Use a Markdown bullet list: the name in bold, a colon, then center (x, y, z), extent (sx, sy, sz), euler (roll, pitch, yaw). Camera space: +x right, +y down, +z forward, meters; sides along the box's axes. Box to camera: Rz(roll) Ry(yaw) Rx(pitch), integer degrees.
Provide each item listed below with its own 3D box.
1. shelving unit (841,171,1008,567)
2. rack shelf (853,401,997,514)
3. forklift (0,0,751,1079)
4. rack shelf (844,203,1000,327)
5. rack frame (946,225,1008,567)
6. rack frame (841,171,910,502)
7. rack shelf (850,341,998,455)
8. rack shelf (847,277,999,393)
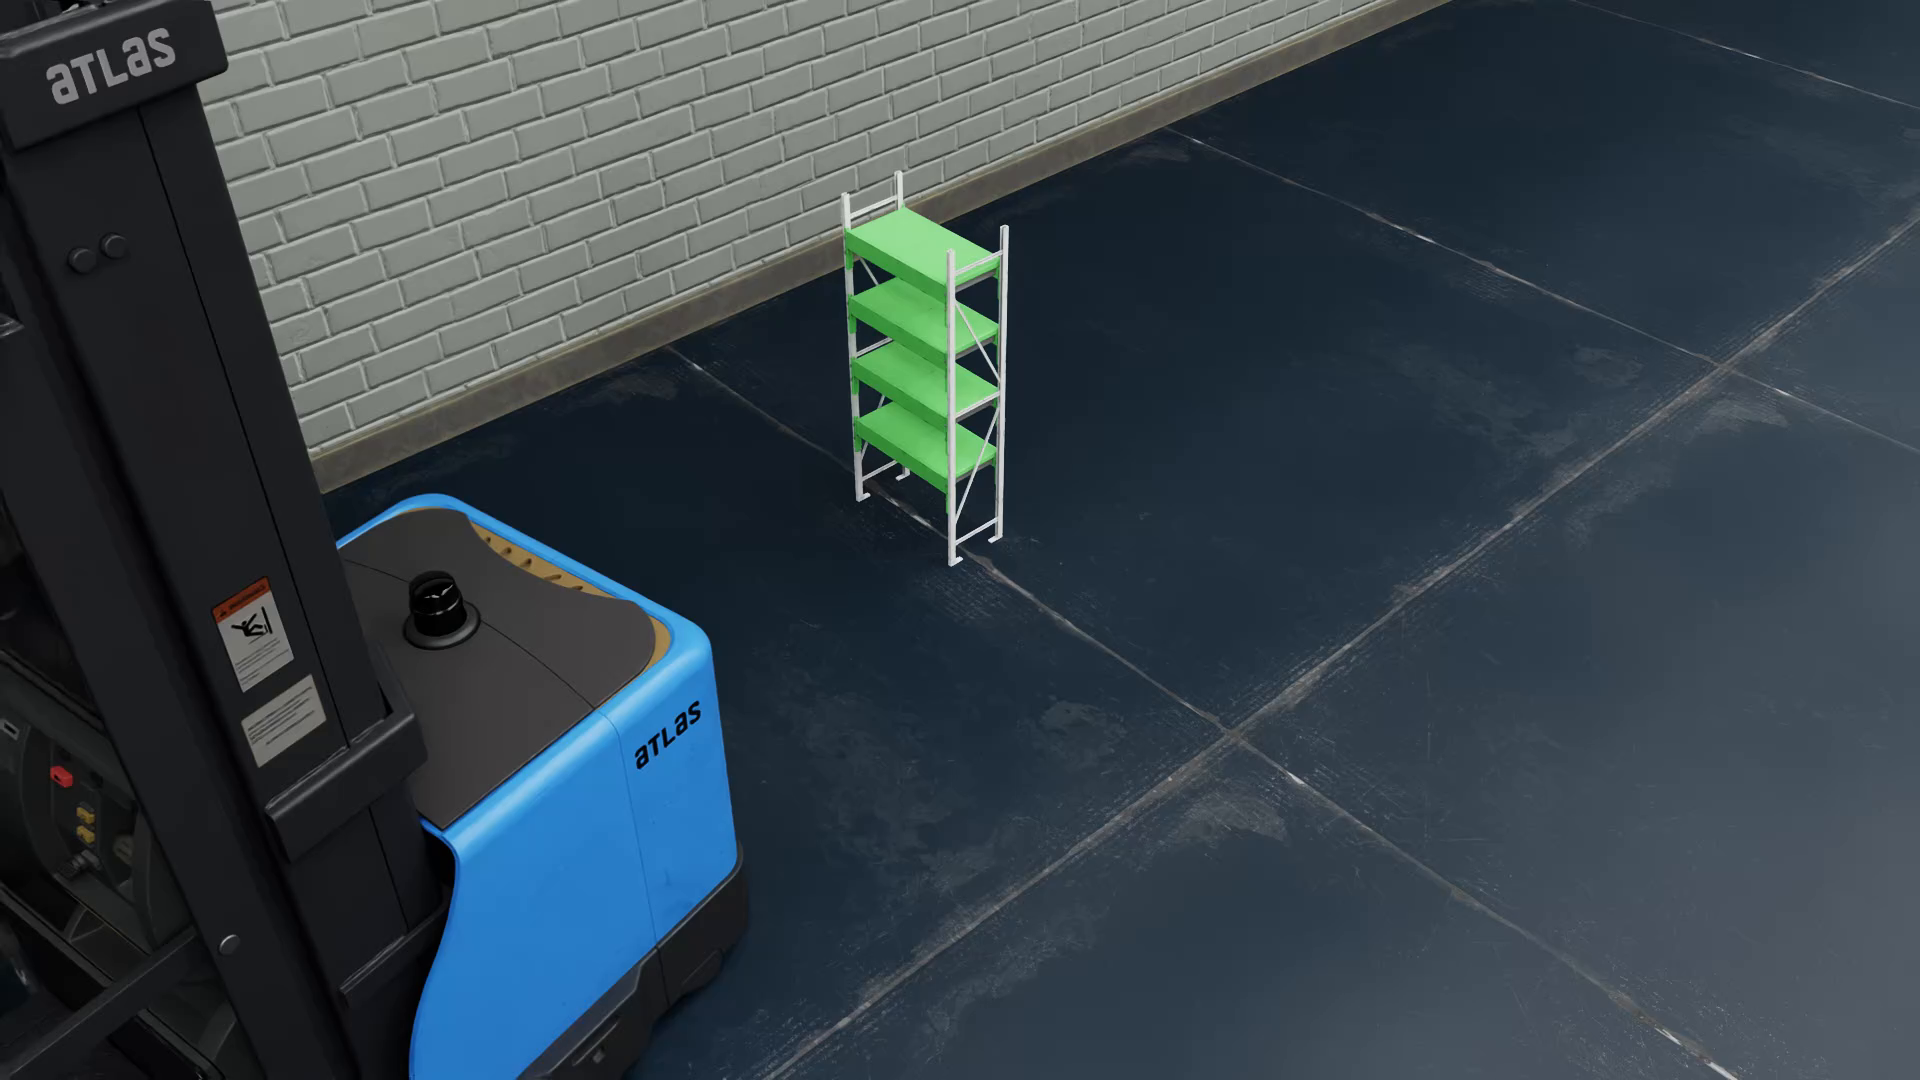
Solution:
- **shelving unit**: center (-0.112, -0.543, 5.468), extent (0.258, 1.200, 0.503), euler (-30, 48, -32)
- **rack shelf**: center (-0.112, -0.307, 5.659), extent (0.258, 0.148, 0.480), euler (-30, 48, -32)
- **forklift**: center (-1.818, 0.482, 2.821), extent (1.130, 2.935, 3.031), euler (24, 45, 27)
- **rack shelf**: center (-0.112, -0.867, 5.206), extent (0.258, 0.148, 0.480), euler (-30, 48, -32)
- **rack frame**: center (0.053, -0.430, 5.328), extent (0.240, 1.200, 0.015), euler (-30, 48, -32)
- **rack frame**: center (-0.277, -0.656, 5.608), extent (0.240, 1.200, 0.015), euler (-30, 48, -32)
- **rack shelf**: center (-0.112, -0.494, 5.508), extent (0.258, 0.148, 0.480), euler (-30, 48, -32)
- **rack shelf**: center (-0.112, -0.680, 5.357), extent (0.258, 0.148, 0.480), euler (-30, 48, -32)
